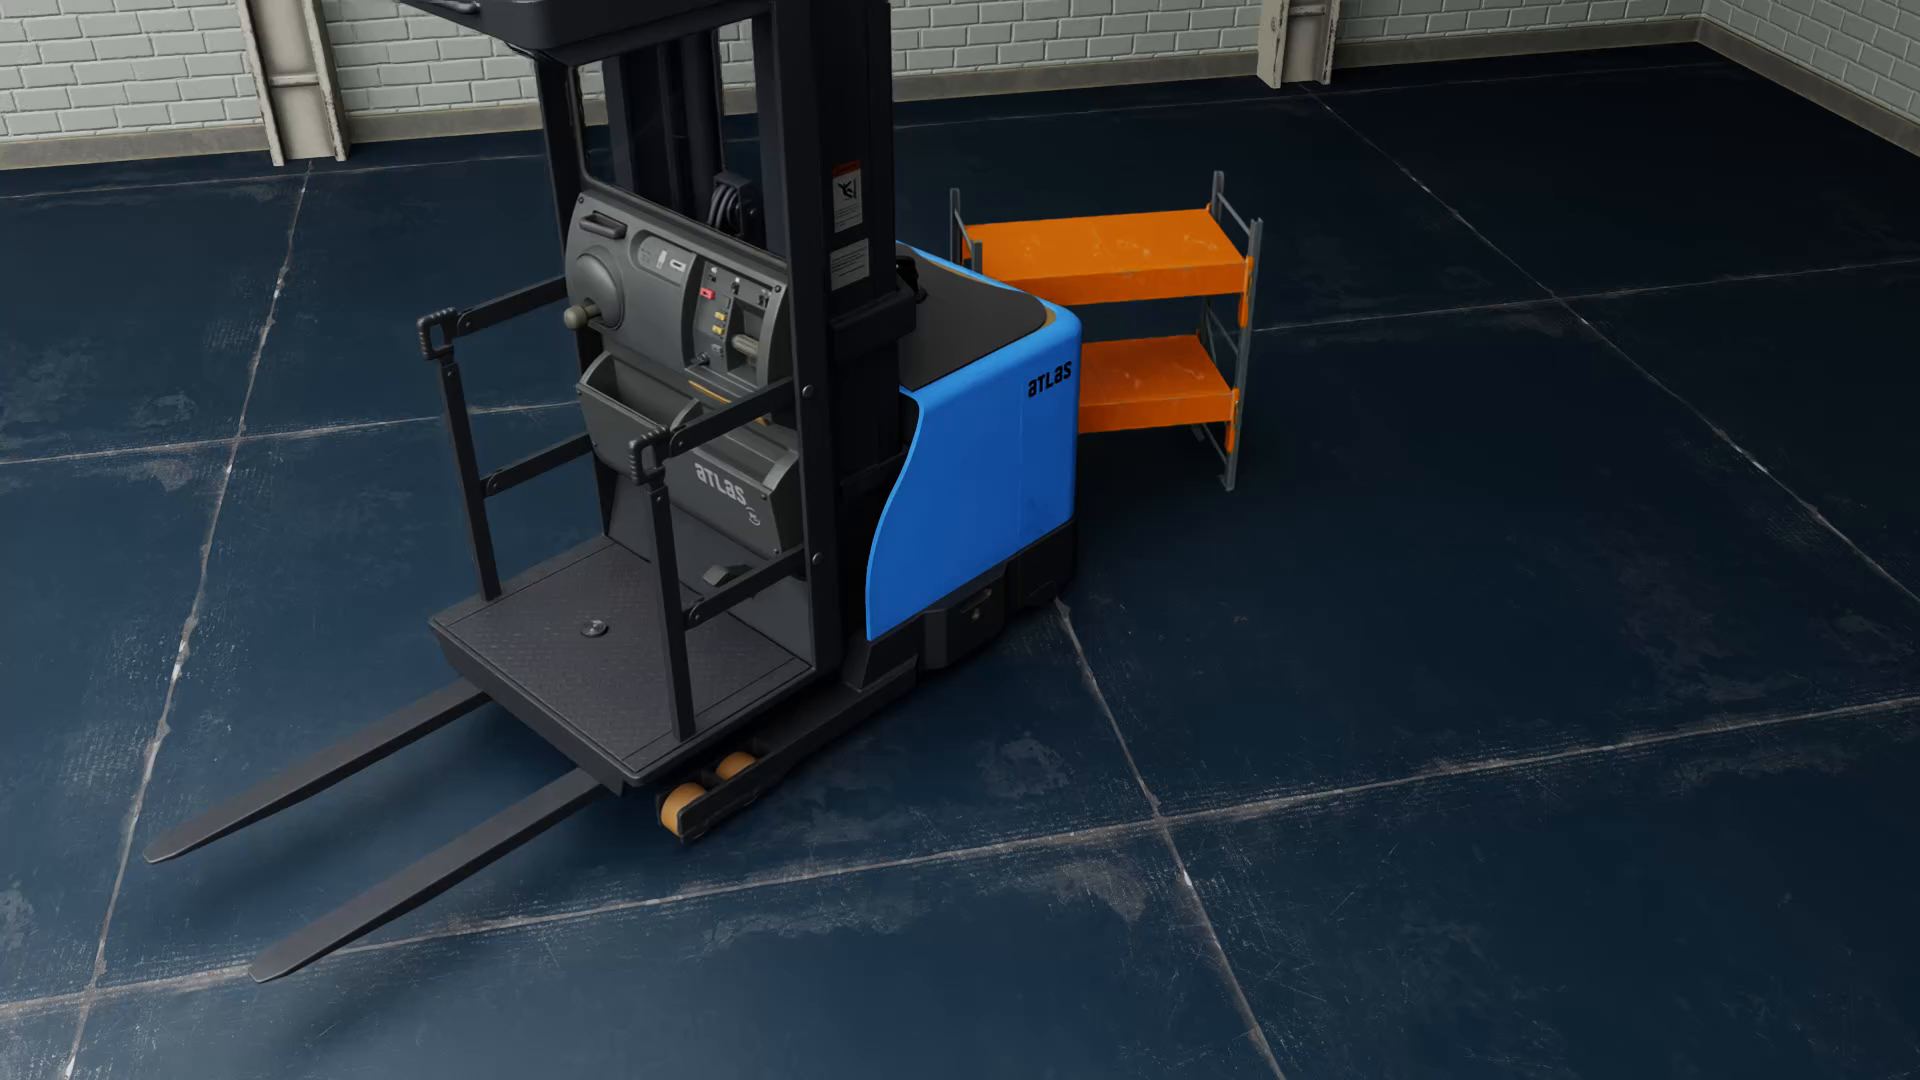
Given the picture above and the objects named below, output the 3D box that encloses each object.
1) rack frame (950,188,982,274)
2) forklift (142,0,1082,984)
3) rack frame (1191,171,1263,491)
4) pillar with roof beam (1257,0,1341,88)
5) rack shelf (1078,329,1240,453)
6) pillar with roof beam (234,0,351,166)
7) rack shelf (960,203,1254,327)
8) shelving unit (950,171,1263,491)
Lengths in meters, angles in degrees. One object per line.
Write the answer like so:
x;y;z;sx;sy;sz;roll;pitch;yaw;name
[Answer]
0.020;-0.703;6.288;0.032;1.125;0.500;-6;34;-8;rack frame
-0.965;-0.654;4.594;1.130;2.935;3.031;28;43;35;forklift
1.022;-0.800;6.432;0.032;1.125;0.500;-6;34;-8;rack frame
3.082;-4.356;4.666;0.400;9.000;9.100;-7;35;-11;pillar with roof beam
0.521;-0.548;6.496;1.000;0.278;0.538;-6;34;-8;rack shelf
-2.770;-3.619;3.567;0.400;9.000;9.100;-7;35;-11;pillar with roof beam
0.521;-0.994;6.197;1.000;0.278;0.538;-6;34;-8;rack shelf
0.521;-0.751;6.360;1.048;1.125;0.538;-6;34;-8;shelving unit
